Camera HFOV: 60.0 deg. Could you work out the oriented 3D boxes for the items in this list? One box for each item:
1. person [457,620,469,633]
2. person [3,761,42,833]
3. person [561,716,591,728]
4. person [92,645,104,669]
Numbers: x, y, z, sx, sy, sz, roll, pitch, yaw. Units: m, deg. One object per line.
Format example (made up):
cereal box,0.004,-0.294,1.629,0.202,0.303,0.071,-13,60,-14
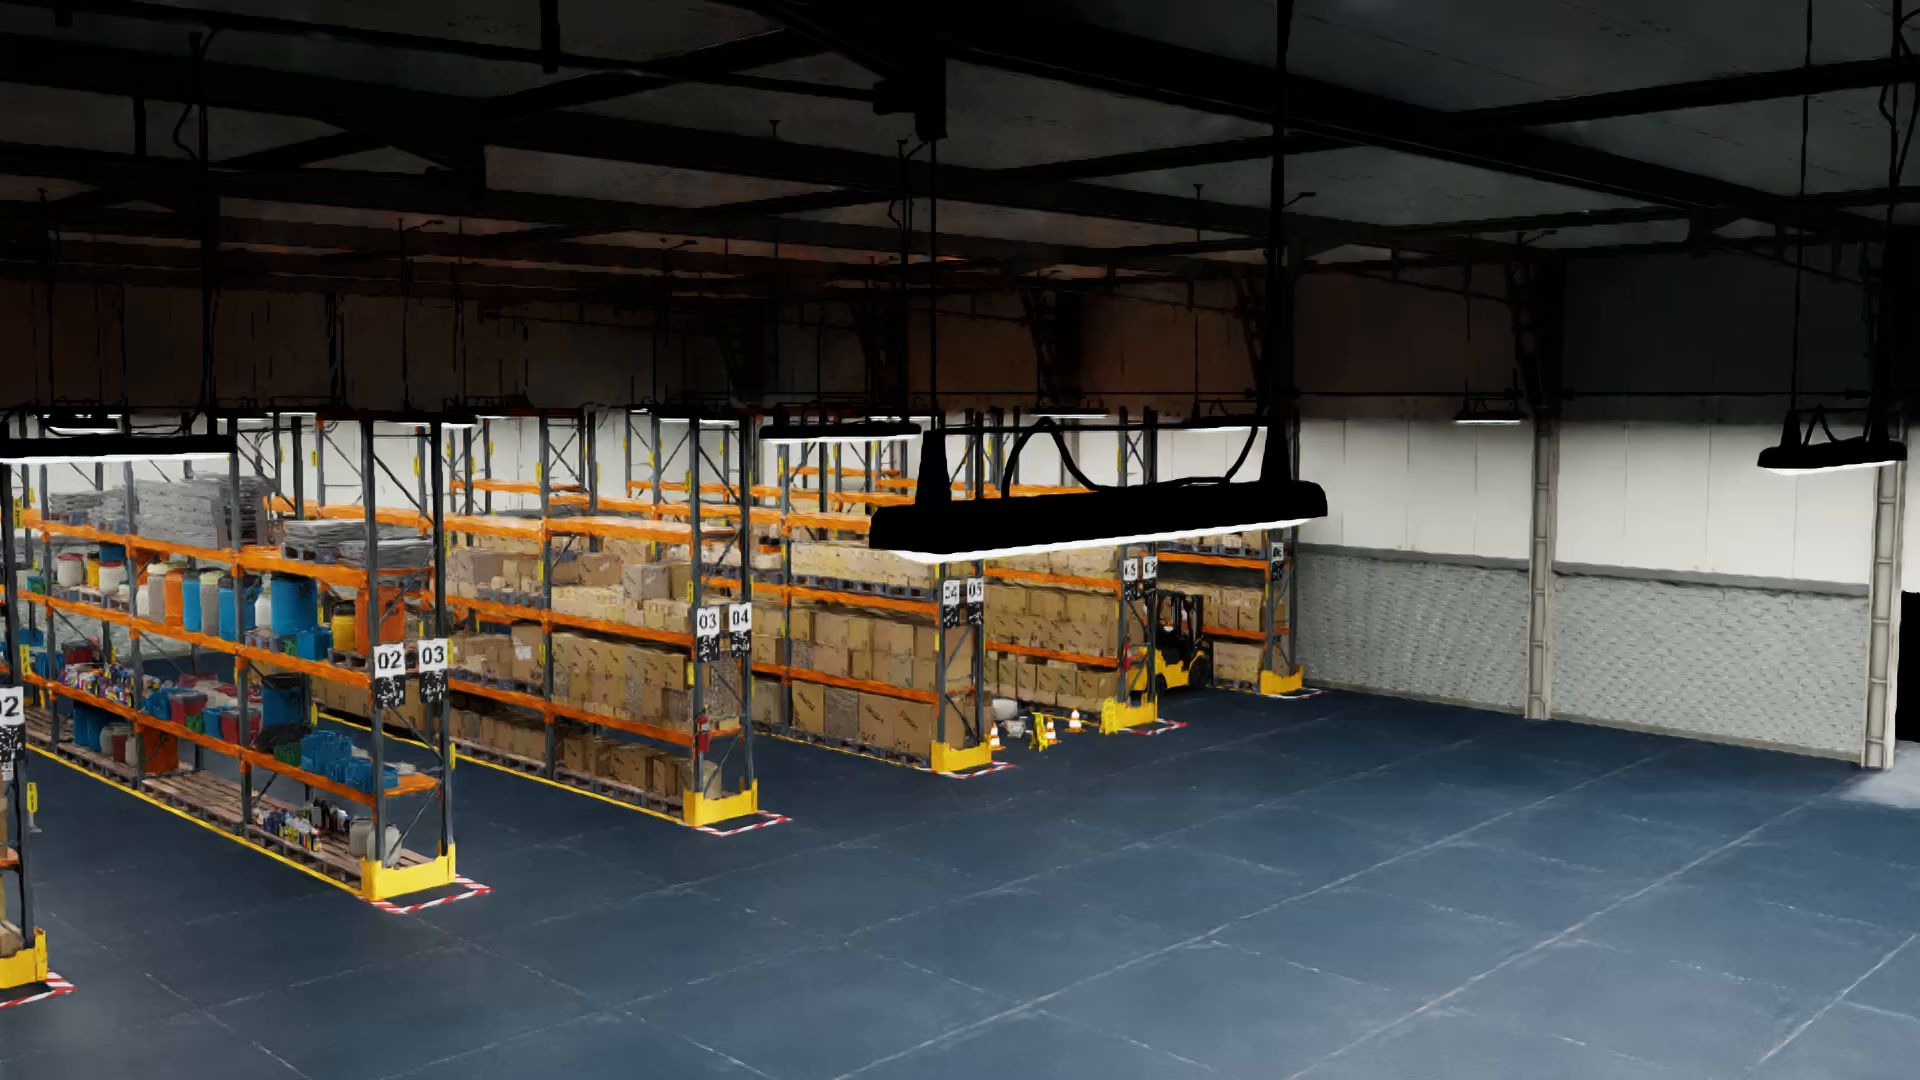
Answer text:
person,-10.537,2.455,35.191,0.519,1.541,0.537,4,7,41
person,-13.631,3.412,23.888,1.089,1.572,0.450,4,7,42
person,-7.281,2.669,31.605,1.111,1.724,0.602,5,7,43
person,-16.676,2.751,32.166,1.015,1.474,0.553,5,7,42
